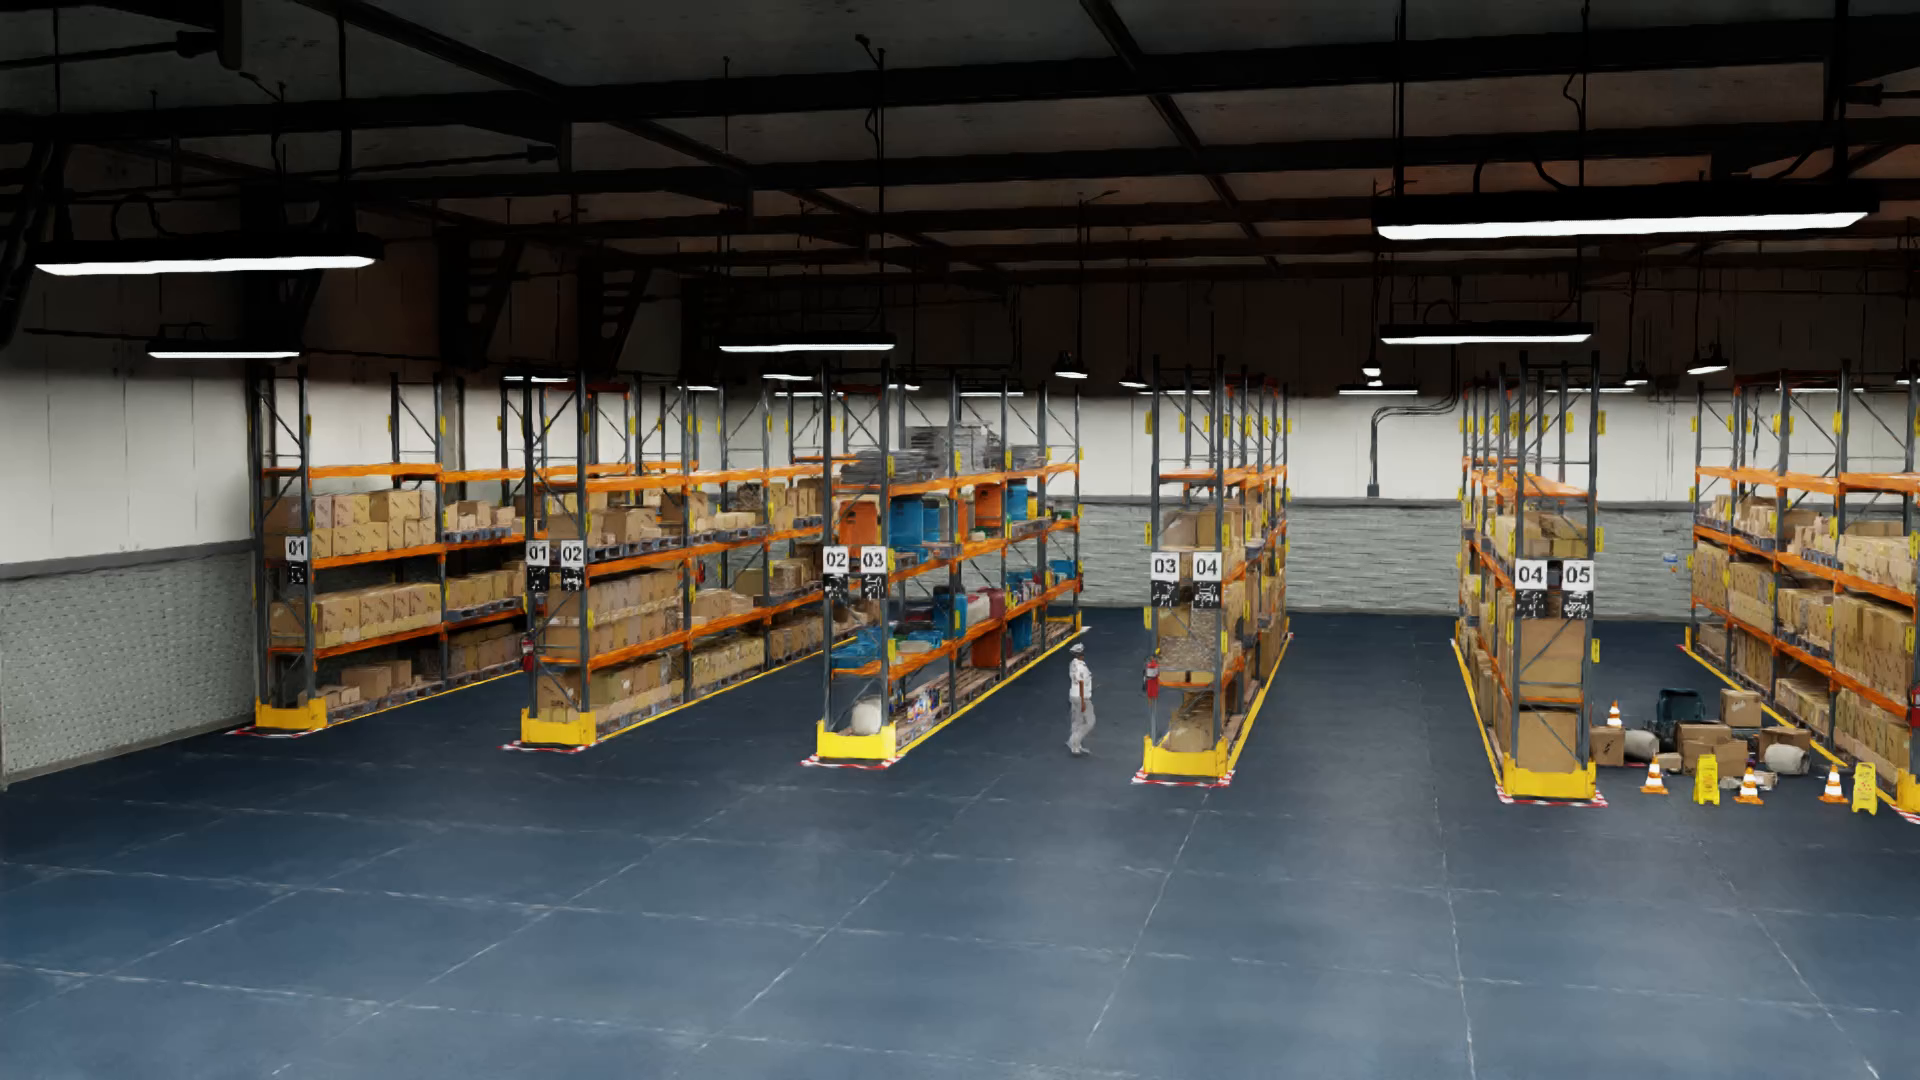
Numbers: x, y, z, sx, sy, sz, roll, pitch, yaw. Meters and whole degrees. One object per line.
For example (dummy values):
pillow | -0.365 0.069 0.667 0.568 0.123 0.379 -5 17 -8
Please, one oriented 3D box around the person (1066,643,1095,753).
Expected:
person | 1.800 2.422 25.297 0.417 1.672 0.502 -1 4 -16
